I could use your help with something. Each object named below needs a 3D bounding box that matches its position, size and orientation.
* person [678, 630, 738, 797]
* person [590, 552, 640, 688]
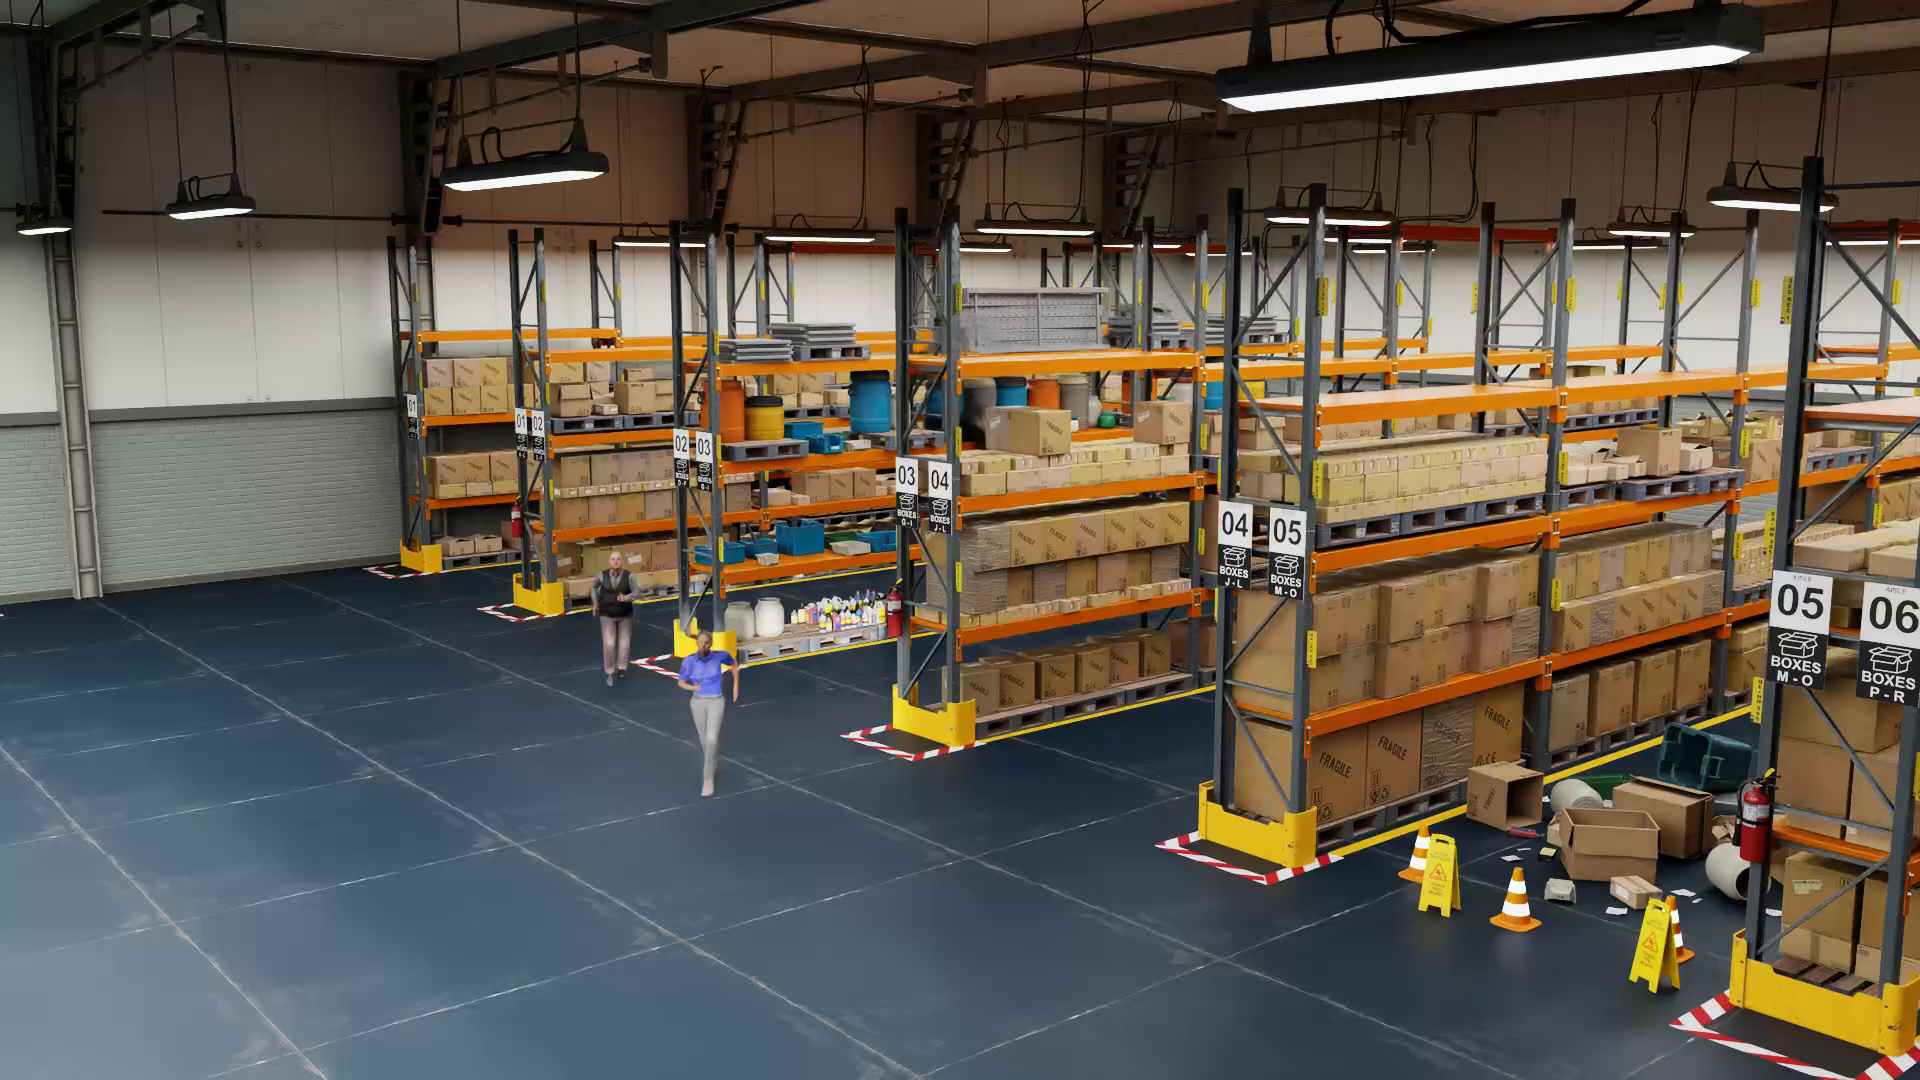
[{"bbox_3d":[-2.596,1.739,17.188,0.599,1.697,0.845,0,9,-3],"label":"person"},{"bbox_3d":[-4.448,1.029,21.520,0.628,1.764,0.732,-2,9,-15],"label":"person"}]
